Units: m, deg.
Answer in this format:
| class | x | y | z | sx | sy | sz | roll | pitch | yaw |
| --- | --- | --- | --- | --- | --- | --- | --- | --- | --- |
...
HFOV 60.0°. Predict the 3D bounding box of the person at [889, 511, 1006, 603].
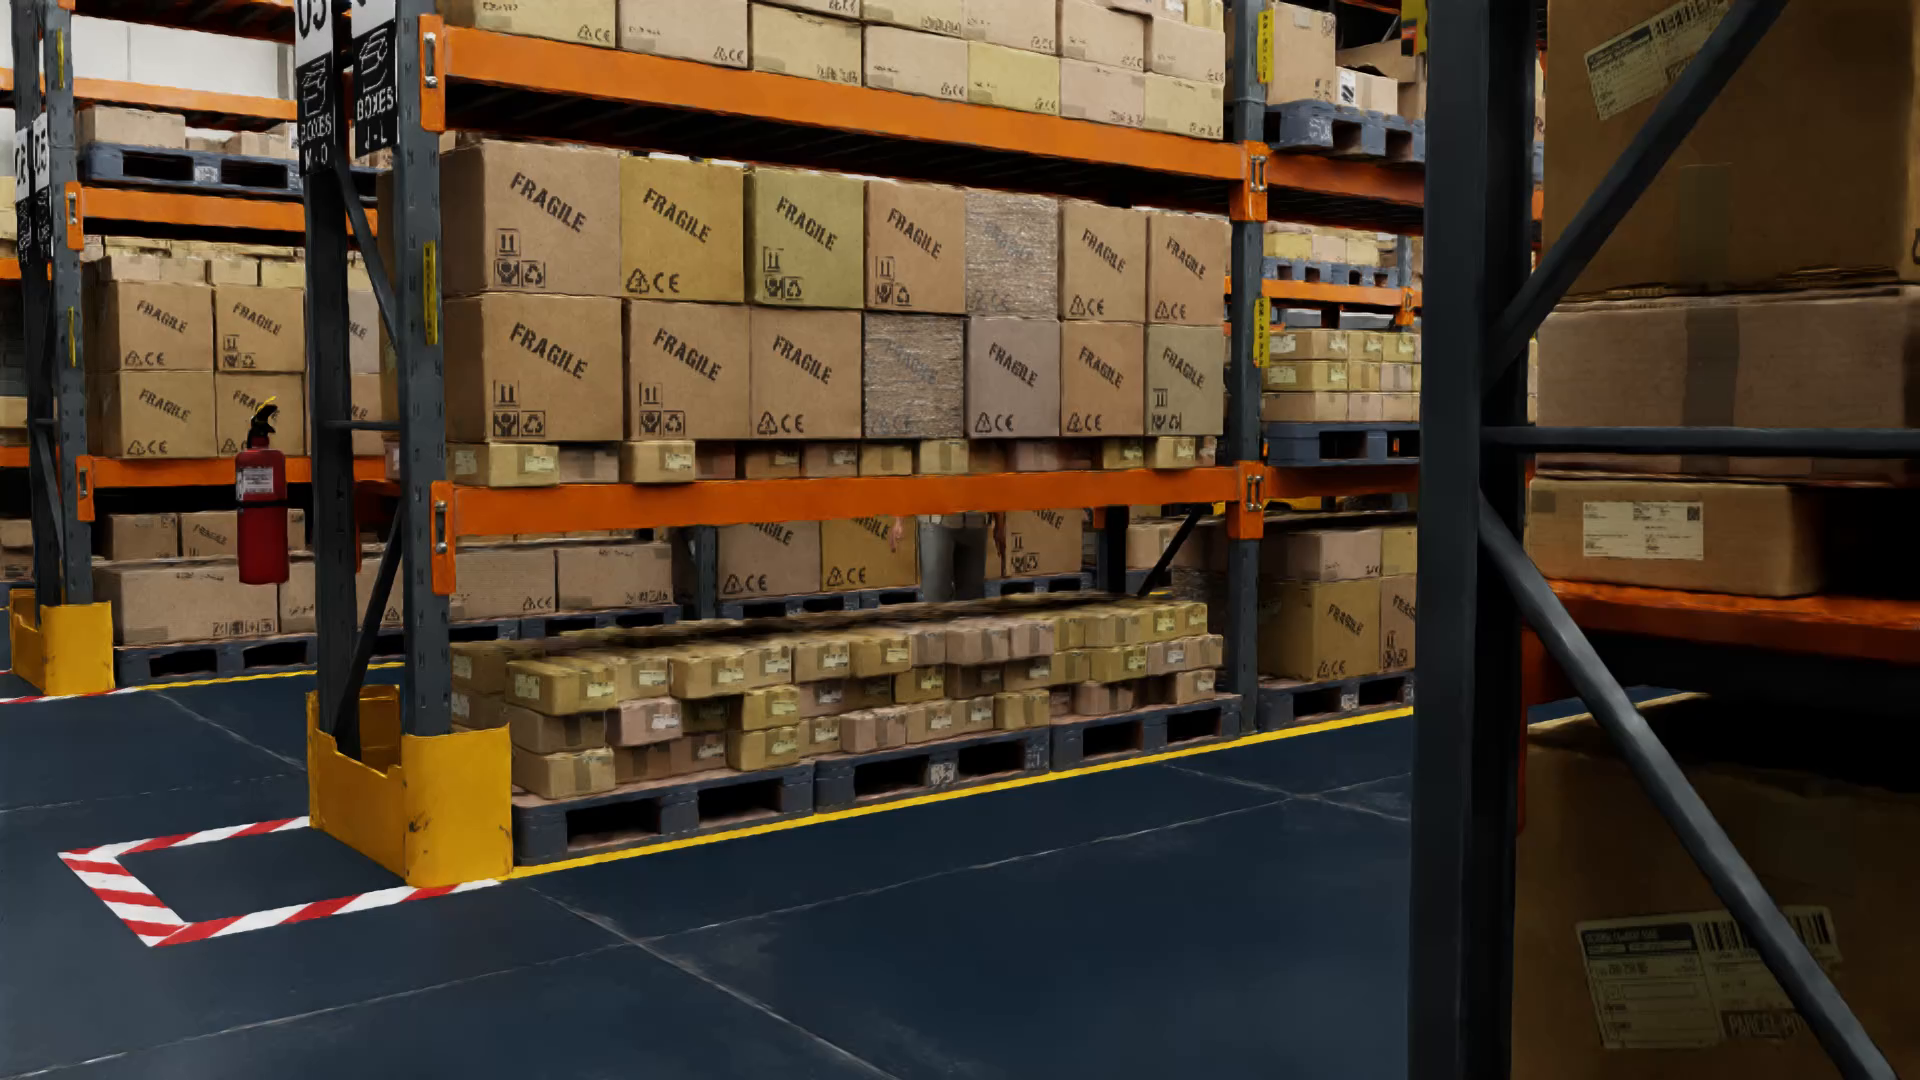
| class | x | y | z | sx | sy | sz | roll | pitch | yaw |
| --- | --- | --- | --- | --- | --- | --- | --- | --- | --- |
| person | -0.042 | -0.069 | 9.634 | 0.731 | 1.742 | 0.630 | -2 | 5 | -22 |
